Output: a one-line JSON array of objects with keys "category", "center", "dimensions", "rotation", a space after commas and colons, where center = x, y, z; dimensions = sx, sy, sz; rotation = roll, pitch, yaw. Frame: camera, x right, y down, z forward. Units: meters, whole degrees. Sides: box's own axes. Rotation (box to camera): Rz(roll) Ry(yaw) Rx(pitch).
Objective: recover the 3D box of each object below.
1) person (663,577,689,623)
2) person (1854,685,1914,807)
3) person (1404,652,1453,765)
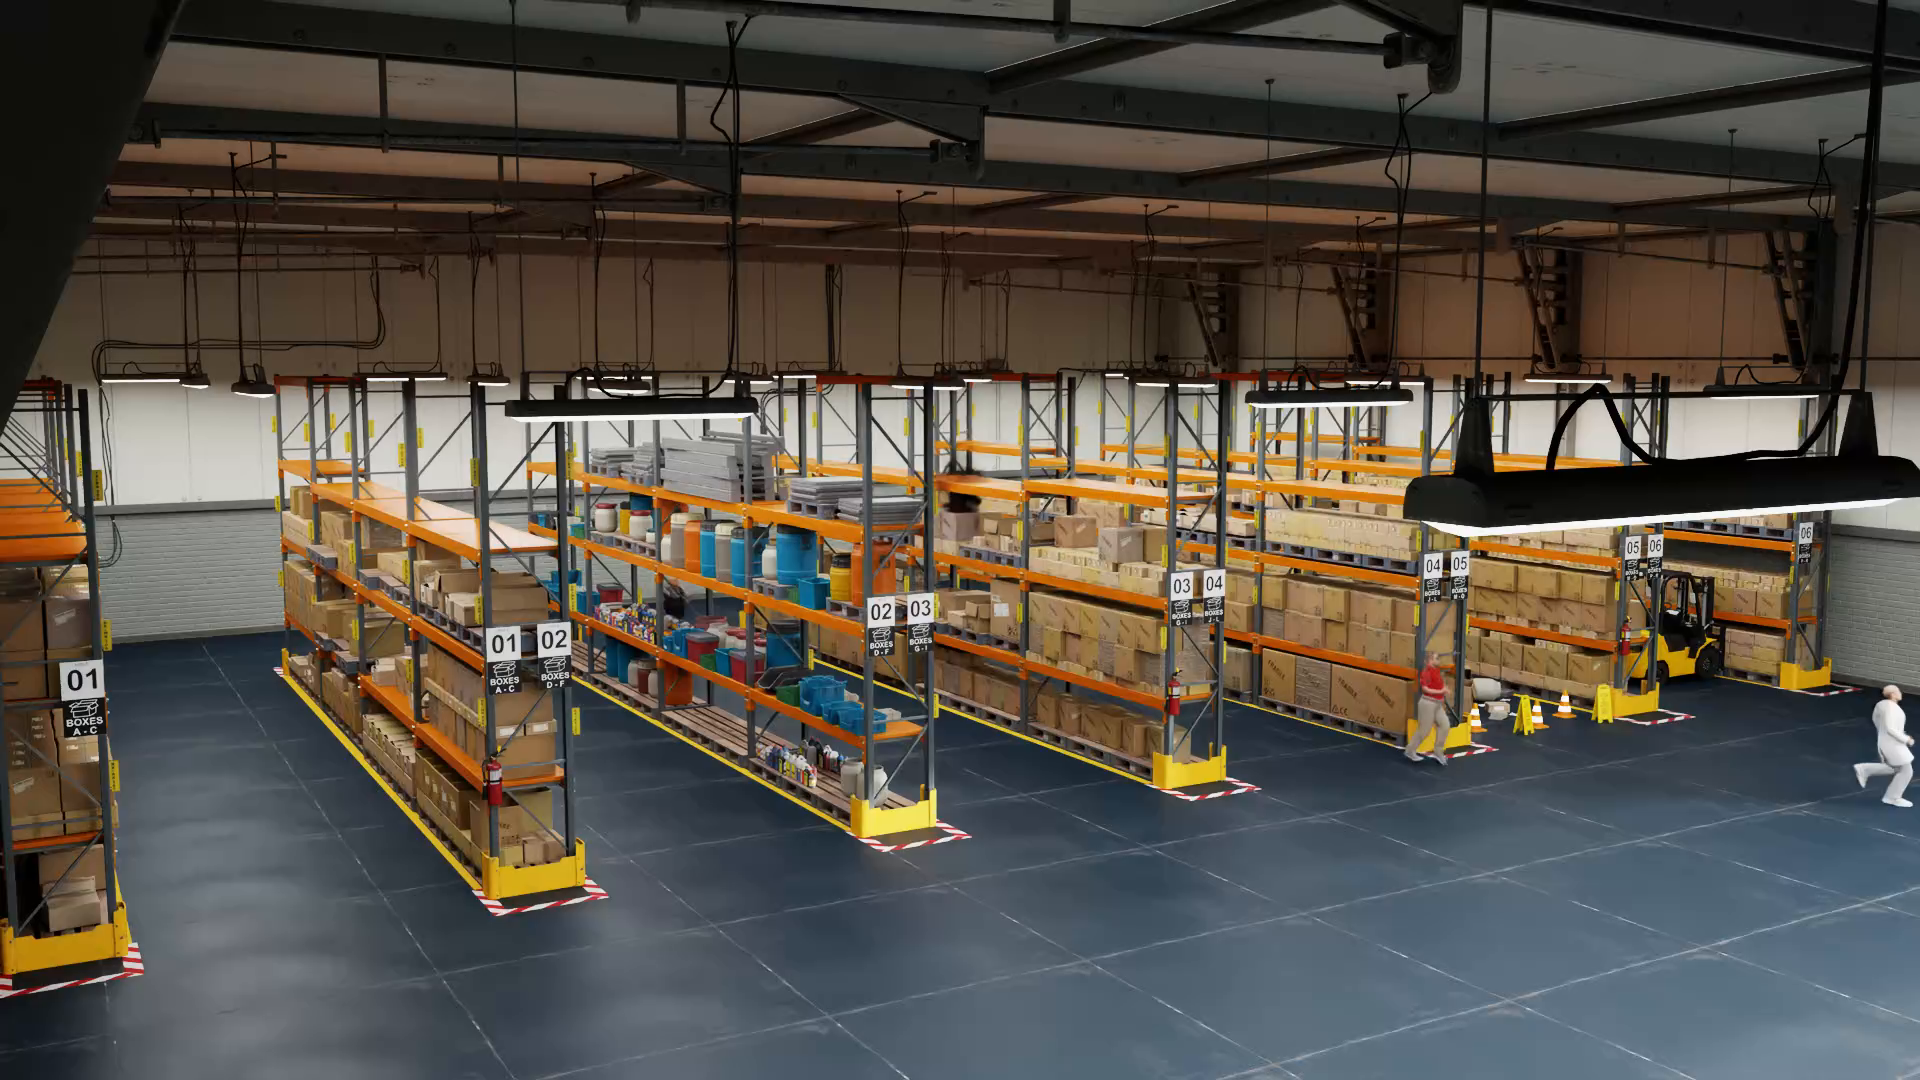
[{"category": "person", "center": [-6.061, 1.606, 35.285], "dimensions": [0.658, 1.701, 0.914], "rotation": [-6, 8, -42]}, {"category": "person", "center": [13.155, 2.908, 23.609], "dimensions": [0.716, 1.724, 0.730], "rotation": [1, 6, 11]}, {"category": "person", "center": [7.353, 2.654, 26.002], "dimensions": [0.709, 1.796, 0.659], "rotation": [4, 7, 32]}]
